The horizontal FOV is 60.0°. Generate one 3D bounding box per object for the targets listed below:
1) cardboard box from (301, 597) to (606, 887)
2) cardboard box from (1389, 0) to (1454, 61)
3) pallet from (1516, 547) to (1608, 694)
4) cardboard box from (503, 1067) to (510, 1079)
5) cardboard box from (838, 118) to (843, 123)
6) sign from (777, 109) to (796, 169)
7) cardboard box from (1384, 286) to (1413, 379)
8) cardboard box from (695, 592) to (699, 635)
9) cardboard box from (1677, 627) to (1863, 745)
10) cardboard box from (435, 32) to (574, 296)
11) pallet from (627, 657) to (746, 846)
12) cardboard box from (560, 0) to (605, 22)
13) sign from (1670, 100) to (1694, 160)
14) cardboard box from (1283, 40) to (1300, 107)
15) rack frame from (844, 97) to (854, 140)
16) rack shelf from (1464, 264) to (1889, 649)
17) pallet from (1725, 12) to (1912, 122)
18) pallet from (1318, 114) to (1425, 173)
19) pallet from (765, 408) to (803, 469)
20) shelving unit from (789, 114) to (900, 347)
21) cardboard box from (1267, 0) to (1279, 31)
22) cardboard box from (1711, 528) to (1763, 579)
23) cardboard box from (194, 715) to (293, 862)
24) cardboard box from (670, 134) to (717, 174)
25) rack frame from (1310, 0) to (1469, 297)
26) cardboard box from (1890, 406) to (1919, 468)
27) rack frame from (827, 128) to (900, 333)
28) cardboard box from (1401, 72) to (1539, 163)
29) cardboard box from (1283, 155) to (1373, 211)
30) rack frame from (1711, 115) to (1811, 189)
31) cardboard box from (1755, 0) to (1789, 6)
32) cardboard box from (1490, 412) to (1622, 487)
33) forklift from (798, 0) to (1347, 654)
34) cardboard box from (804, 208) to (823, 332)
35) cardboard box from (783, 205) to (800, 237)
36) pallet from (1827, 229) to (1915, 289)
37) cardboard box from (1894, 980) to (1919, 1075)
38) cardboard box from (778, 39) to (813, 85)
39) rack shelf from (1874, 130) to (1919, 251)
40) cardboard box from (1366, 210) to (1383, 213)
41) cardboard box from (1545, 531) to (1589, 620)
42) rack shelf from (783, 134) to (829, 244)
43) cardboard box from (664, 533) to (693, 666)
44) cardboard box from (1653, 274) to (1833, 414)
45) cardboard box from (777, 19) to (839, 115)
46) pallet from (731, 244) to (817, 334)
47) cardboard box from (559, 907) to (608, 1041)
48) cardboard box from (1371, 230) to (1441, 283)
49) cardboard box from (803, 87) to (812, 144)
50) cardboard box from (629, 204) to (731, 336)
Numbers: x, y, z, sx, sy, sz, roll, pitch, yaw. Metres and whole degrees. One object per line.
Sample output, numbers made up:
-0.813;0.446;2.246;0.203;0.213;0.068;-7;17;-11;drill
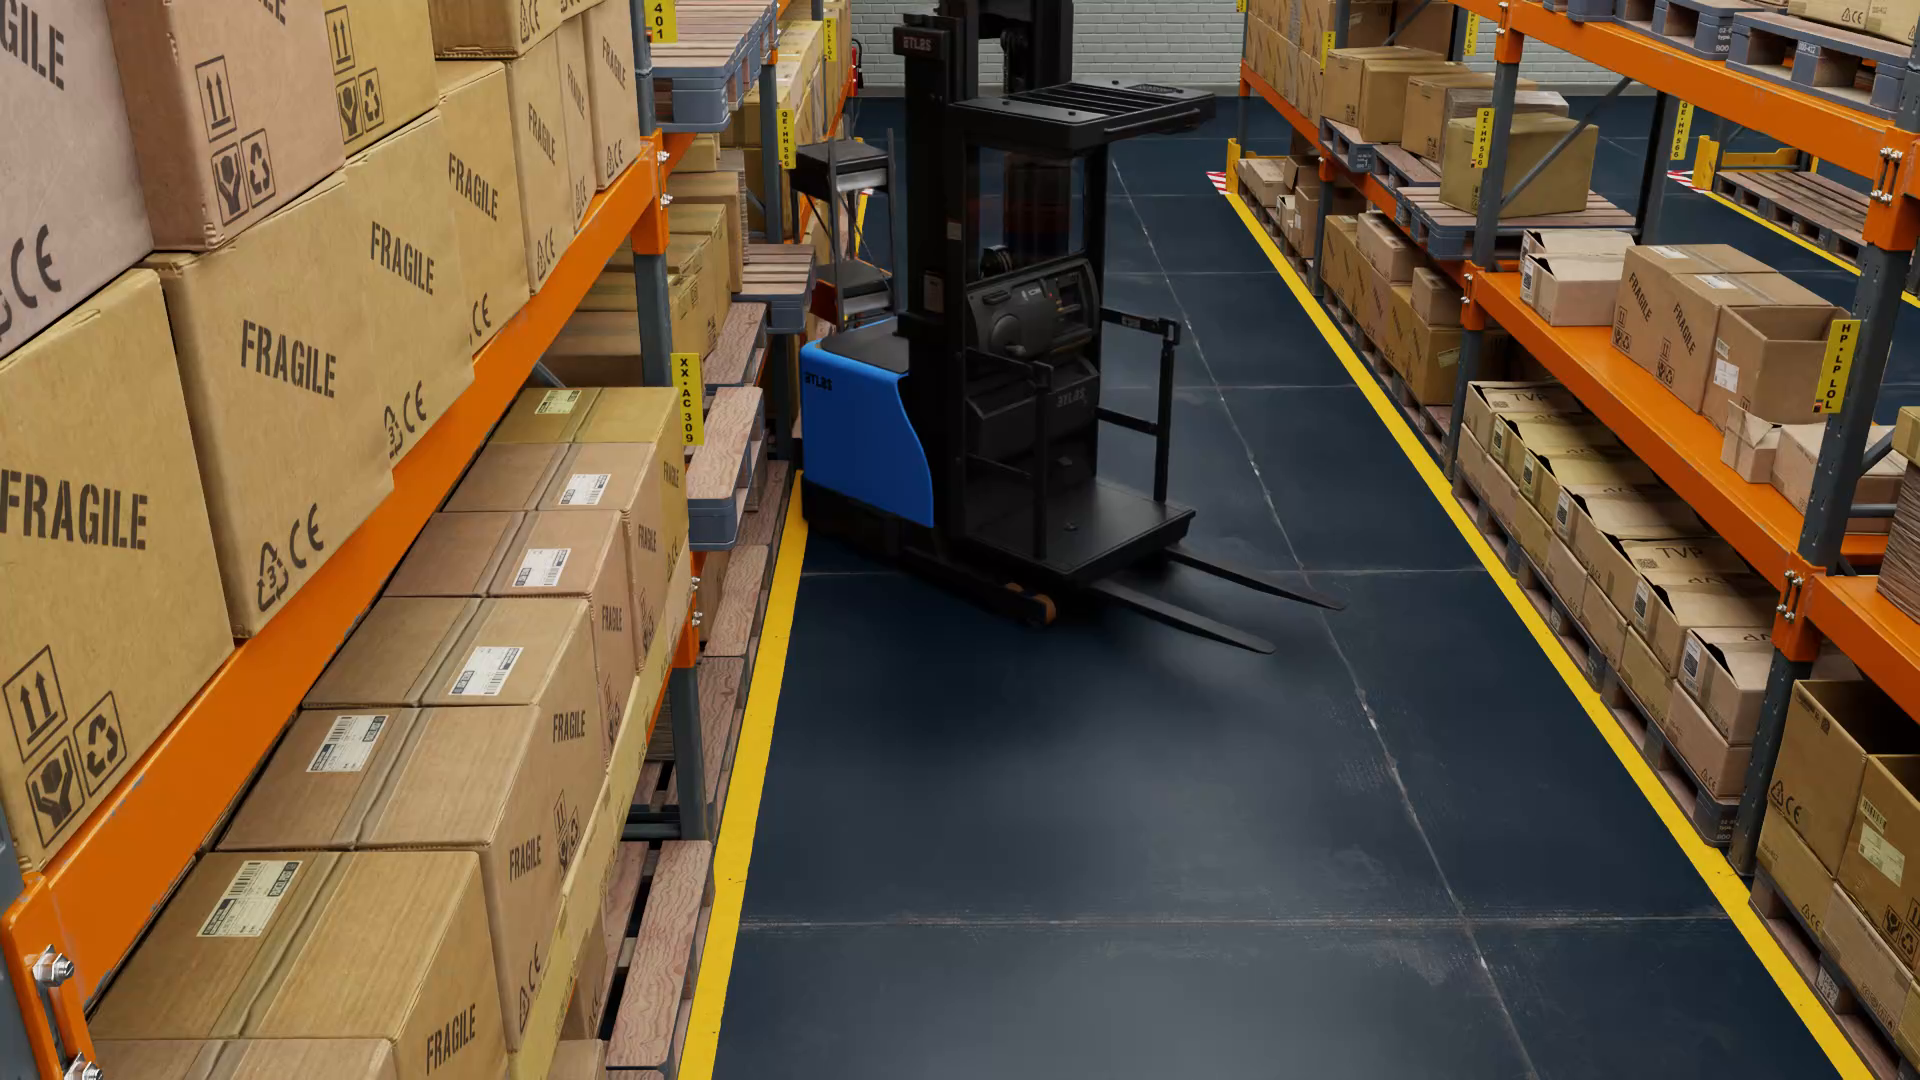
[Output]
-1.136;0.466;3.827;0.500;0.500;0.500;0;24;1;cardboard box
3.679;-4.089;13.317;0.500;0.500;0.500;0;24;1;cardboard box
3.427;0.367;8.183;1.003;0.211;1.213;0;24;-1;pallet
-1.127;1.219;3.073;0.500;0.250;0.500;-1;24;-2;cardboard box
-1.303;-4.025;16.246;0.380;0.149;0.250;-1;24;-1;cardboard box
-0.964;-2.218;9.206;0.100;0.325;0.005;0;24;-1;sign
3.197;-1.404;11.213;0.500;0.500;0.500;-1;24;-2;cardboard box
-1.543;0.350;7.335;0.700;0.500;0.500;-1;24;-2;cardboard box
3.199;0.544;6.553;0.500;0.311;0.500;0;24;-1;cardboard box
-1.174;-0.850;3.704;0.500;0.500;0.500;-1;24;-3;cardboard box
-1.473;0.877;7.054;1.003;0.211;1.213;0;24;-1;pallet
-1.170;-1.517;3.965;0.500;0.500;0.500;1;24;2;cardboard box
4.002;-2.276;9.237;0.100;0.325;0.005;0;24;-1;sign
3.126;-4.067;14.481;0.500;0.500;0.500;0;24;1;cardboard box
-1.594;-5.017;16.703;1.000;3.000;0.127;0;24;-1;rack frame
3.469;-0.593;7.793;1.077;0.370;4.000;0;24;-1;rack shelf
3.468;-1.739;6.047;0.805;0.209;1.217;-1;24;-3;pallet
3.303;-2.975;12.422;1.003;0.211;1.213;0;24;-1;pallet
-1.440;-0.775;10.708;1.003;0.211;1.213;0;24;-1;pallet
-0.648;-1.349;9.664;0.431;2.100;0.503;-17;29;-29;shelving unit
3.114;-4.937;15.190;0.500;0.500;0.500;0;24;0;cardboard box
3.728;0.119;7.494;0.500;0.311;0.500;-1;24;-2;cardboard box
-1.643;0.680;3.355;0.500;0.500;0.500;-1;24;-2;cardboard box
-1.454;-1.988;8.562;0.380;0.149;0.250;-4;25;-9;cardboard box
3.403;-3.393;13.111;1.000;3.000;0.127;0;24;-1;rack frame
3.300;-0.326;5.422;0.380;0.149;0.250;0;24;-1;cardboard box
-0.516;-1.264;9.477;0.400;2.100;0.015;-17;29;-29;rack frame
3.484;-2.902;11.395;0.700;0.500;0.500;-6;25;-14;cardboard box
3.378;-3.230;15.247;0.797;0.503;0.637;0;24;-1;cardboard box
8.313;-5.062;16.802;1.000;3.000;0.127;0;24;-1;rack frame
3.531;-2.374;6.892;0.500;0.250;0.500;-2;24;-5;cardboard box
3.173;-0.505;8.873;0.500;0.311;0.500;-1;24;-2;cardboard box
0.531;-1.141;8.217;3.031;2.935;1.130;21;32;38;forklift
-1.400;-1.947;12.015;0.750;0.750;0.750;0;24;1;cardboard box
-1.191;-1.966;10.237;0.380;0.149;0.250;0;24;1;cardboard box
8.309;-2.446;14.401;1.003;0.211;1.213;0;24;-1;pallet
3.193;1.570;4.966;0.500;0.250;0.500;0;24;-1;cardboard box
-1.288;-3.289;11.465;0.500;0.250;0.500;0;24;0;cardboard box
3.512;-0.311;3.531;1.077;0.370;4.000;0;24;-1;rack shelf
3.595;-2.833;14.777;0.380;0.166;0.250;0;24;-1;cardboard box
3.182;0.167;8.068;0.500;0.250;0.500;0;24;1;cardboard box
-1.528;-2.217;11.385;1.077;0.370;4.000;0;24;-1;rack shelf
-1.155;0.181;5.368;0.500;0.250;0.500;0;24;0;cardboard box
3.487;-0.882;7.438;0.500;0.500;0.500;0;24;0;cardboard box
-1.542;-4.030;14.156;0.980;0.700;0.700;-1;24;-2;cardboard box
-1.392;-1.340;8.806;1.213;0.211;1.003;0;24;-1;pallet
-1.412;1.294;5.249;0.500;0.500;0.500;-2;24;-5;cardboard box
3.182;-1.977;11.570;0.500;0.250;0.500;-1;24;-2;cardboard box
-1.270;-2.747;11.177;0.500;0.500;0.500;0;24;1;cardboard box
-1.456;-1.260;7.740;0.700;0.500;0.500;0;24;-1;cardboard box
